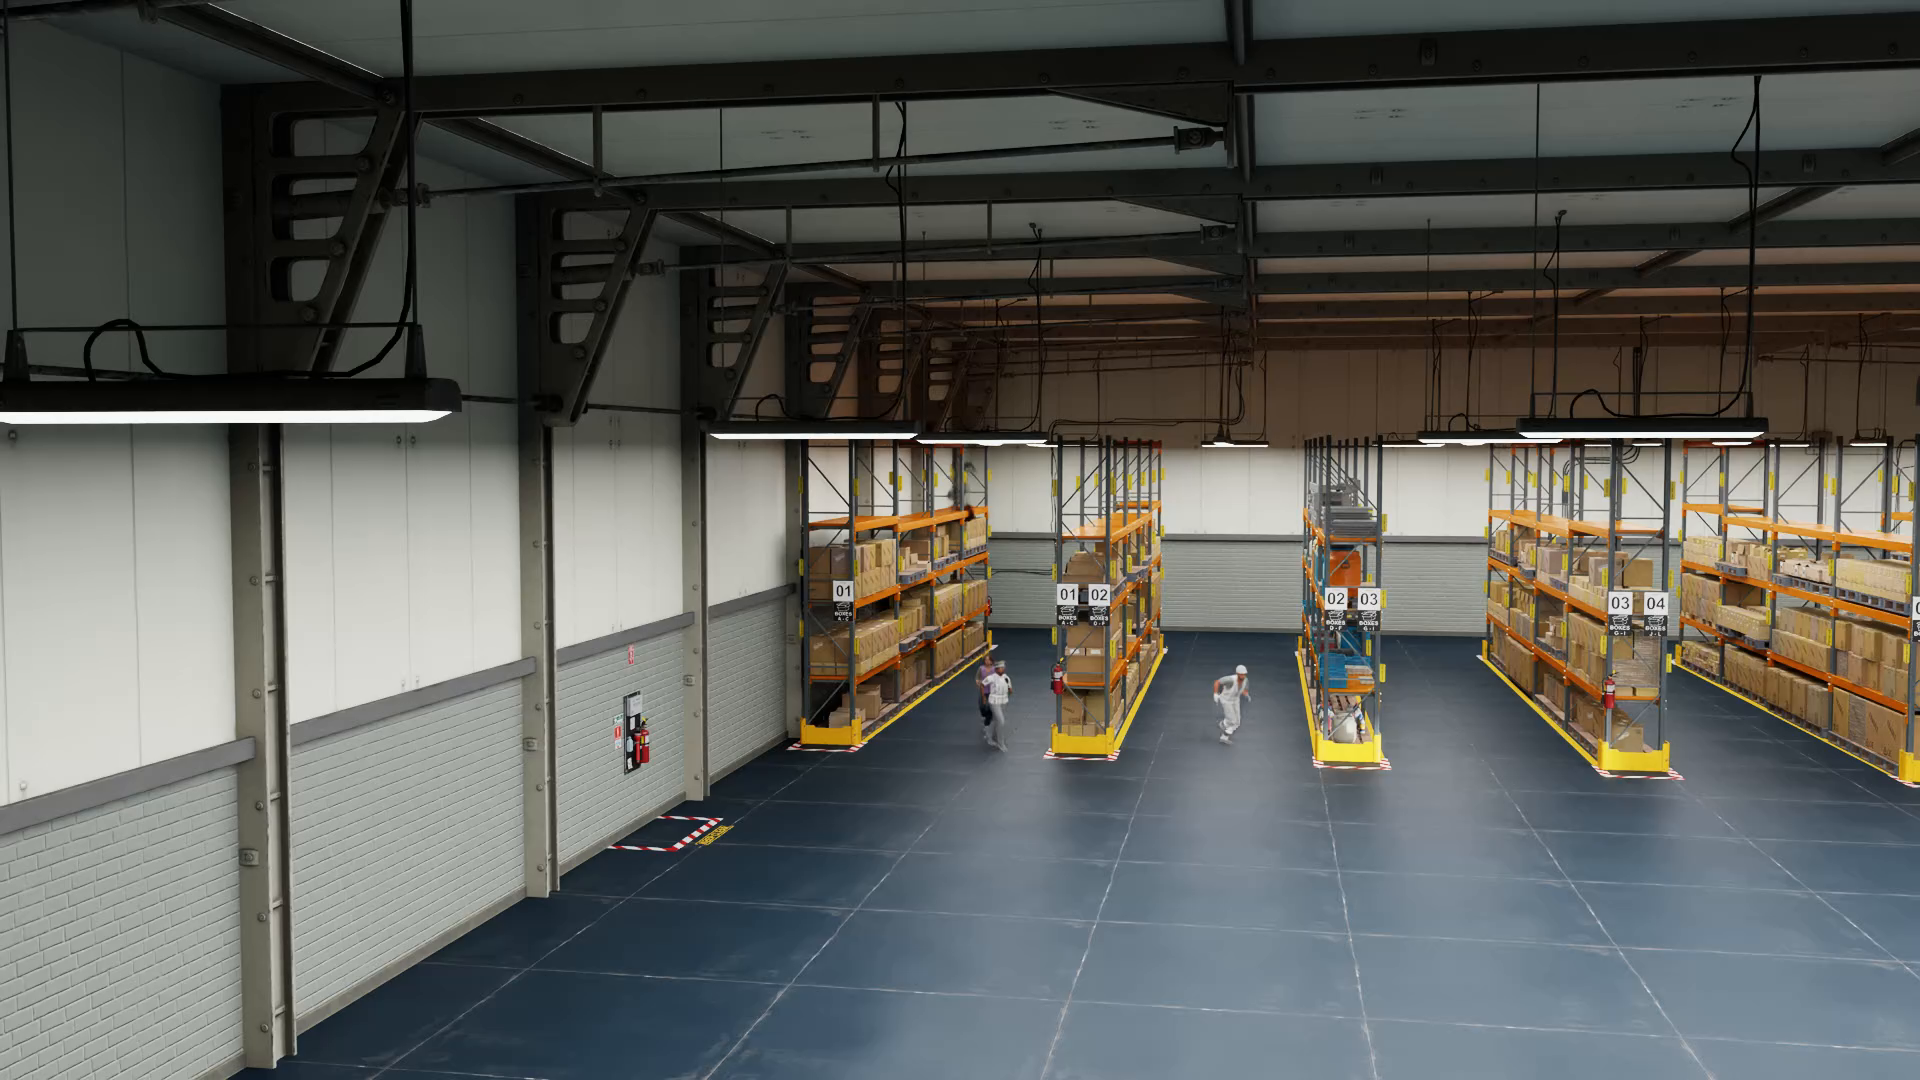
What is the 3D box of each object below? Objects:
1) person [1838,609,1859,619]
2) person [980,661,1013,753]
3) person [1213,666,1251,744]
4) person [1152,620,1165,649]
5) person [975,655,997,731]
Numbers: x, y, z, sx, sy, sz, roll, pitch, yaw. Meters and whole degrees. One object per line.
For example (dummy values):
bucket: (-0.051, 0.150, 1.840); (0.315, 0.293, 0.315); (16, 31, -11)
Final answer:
person: (24.023, 2.379, 45.159); (0.947, 1.798, 0.698); (1, 3, 17)
person: (0.714, 3.159, 31.738); (0.530, 1.749, 0.853); (-3, 4, -40)
person: (5.252, 3.193, 32.160); (0.694, 1.590, 0.826); (-2, 3, -27)
person: (5.536, 2.297, 48.183); (0.960, 1.696, 0.573); (2, 3, 27)
person: (0.564, 3.109, 33.915); (0.524, 1.550, 0.531); (0, 3, 4)
